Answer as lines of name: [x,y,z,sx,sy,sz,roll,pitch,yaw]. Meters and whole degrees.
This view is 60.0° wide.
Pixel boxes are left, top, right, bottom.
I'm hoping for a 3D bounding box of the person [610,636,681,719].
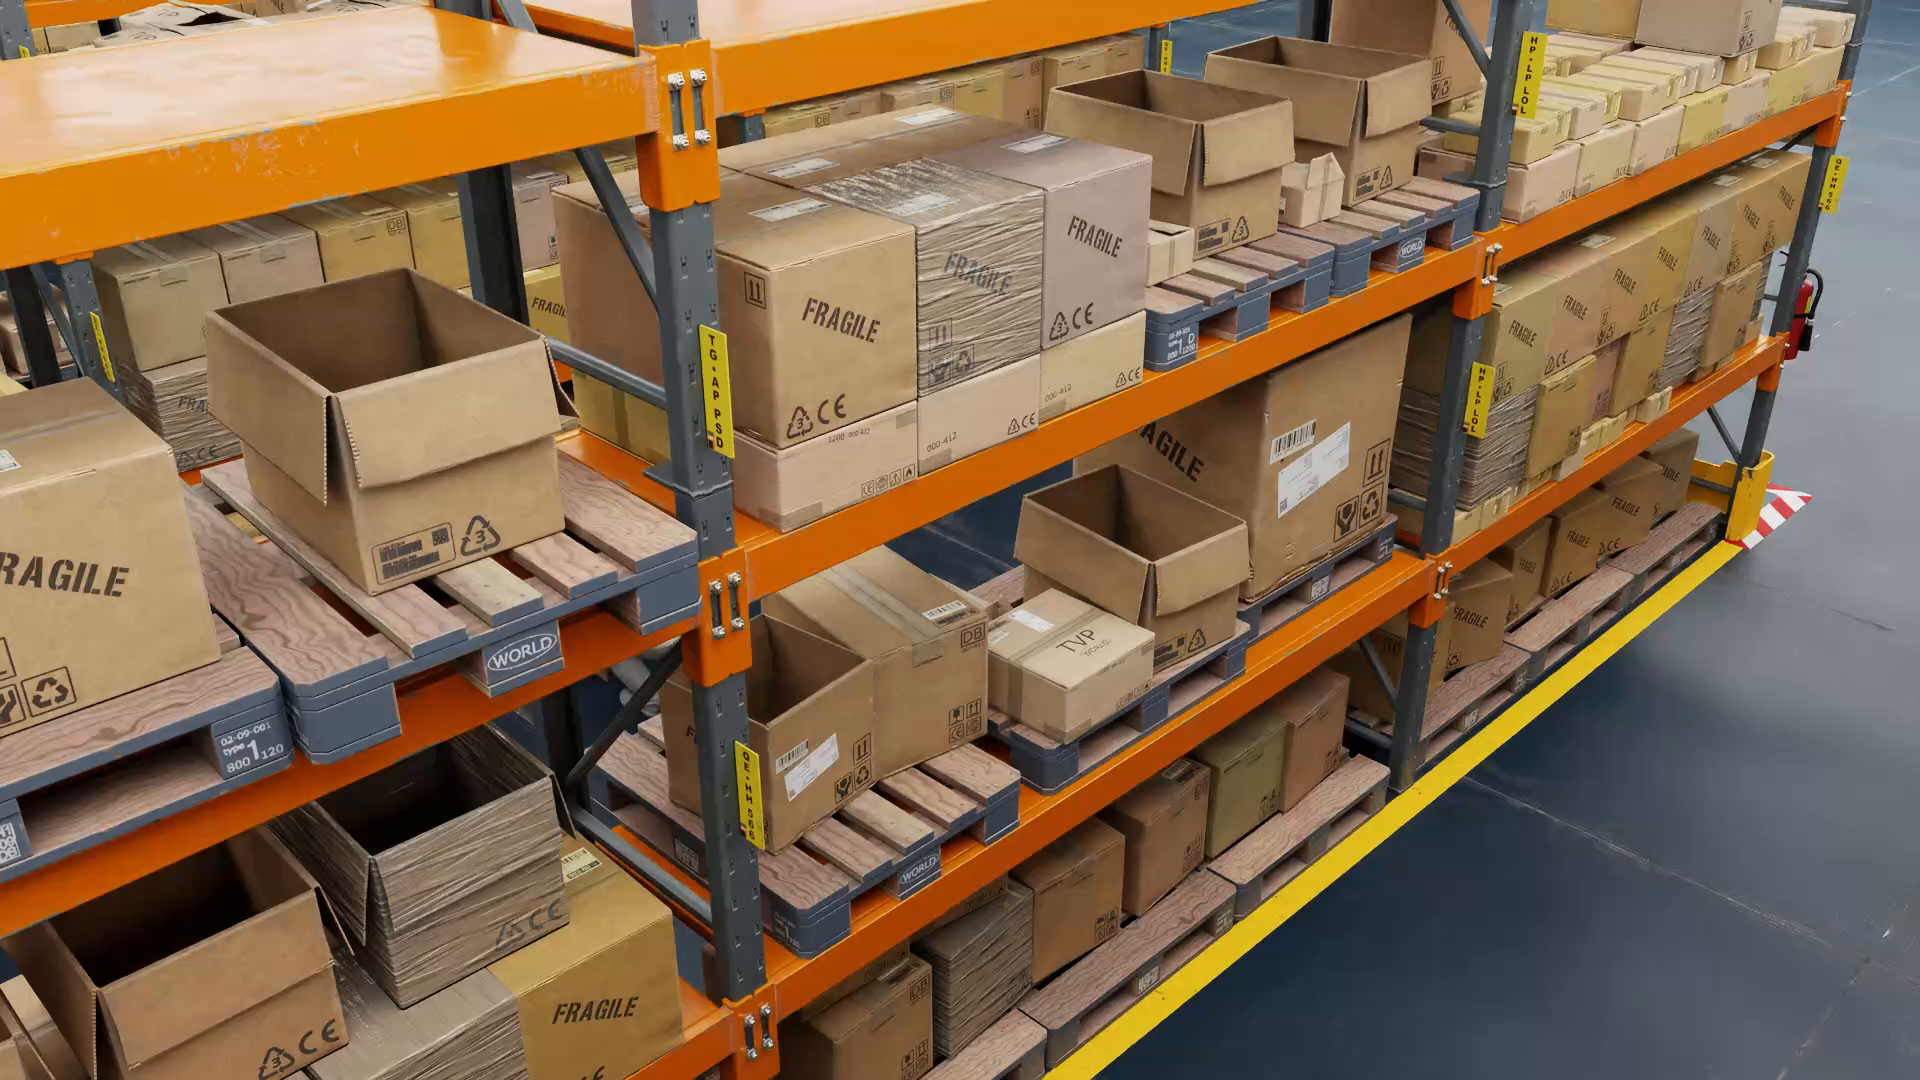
person: [-1.696,0.391,8.706,0.894,0.975,0.574,24,36,38]
